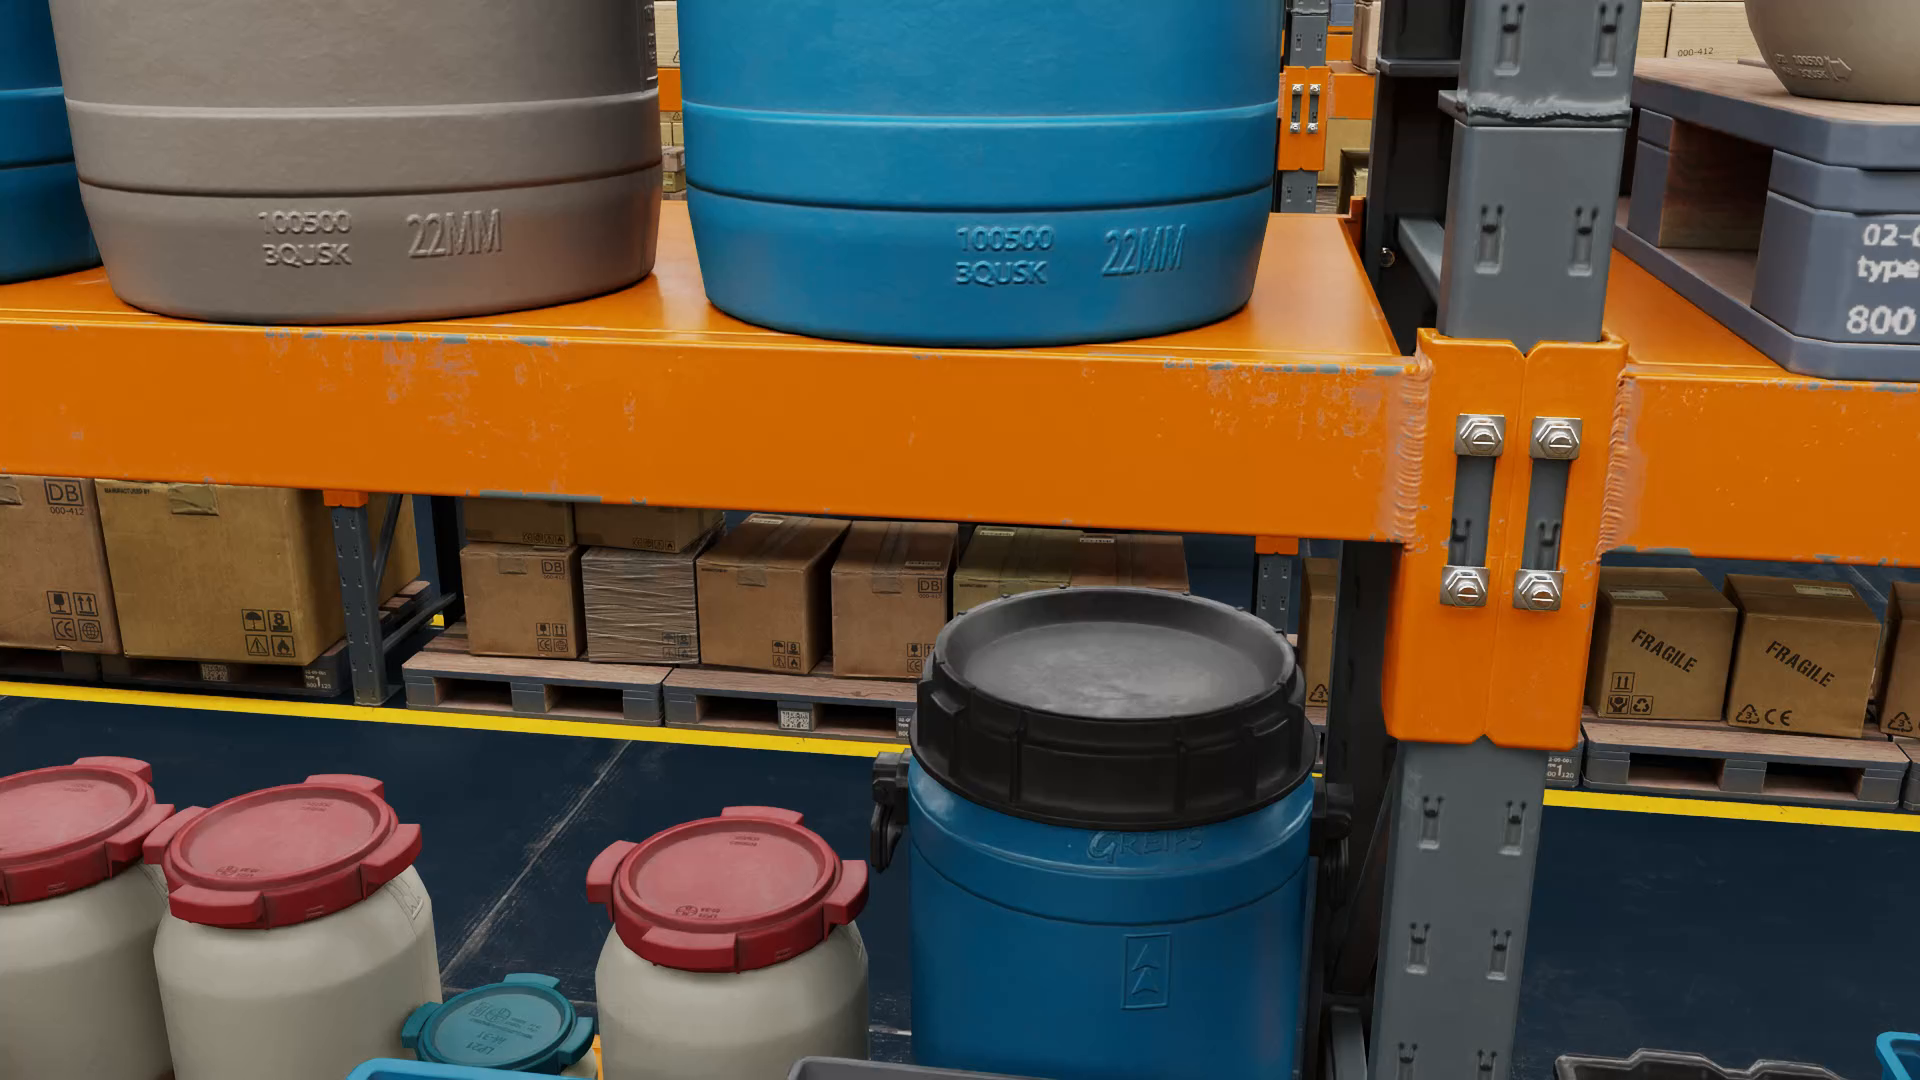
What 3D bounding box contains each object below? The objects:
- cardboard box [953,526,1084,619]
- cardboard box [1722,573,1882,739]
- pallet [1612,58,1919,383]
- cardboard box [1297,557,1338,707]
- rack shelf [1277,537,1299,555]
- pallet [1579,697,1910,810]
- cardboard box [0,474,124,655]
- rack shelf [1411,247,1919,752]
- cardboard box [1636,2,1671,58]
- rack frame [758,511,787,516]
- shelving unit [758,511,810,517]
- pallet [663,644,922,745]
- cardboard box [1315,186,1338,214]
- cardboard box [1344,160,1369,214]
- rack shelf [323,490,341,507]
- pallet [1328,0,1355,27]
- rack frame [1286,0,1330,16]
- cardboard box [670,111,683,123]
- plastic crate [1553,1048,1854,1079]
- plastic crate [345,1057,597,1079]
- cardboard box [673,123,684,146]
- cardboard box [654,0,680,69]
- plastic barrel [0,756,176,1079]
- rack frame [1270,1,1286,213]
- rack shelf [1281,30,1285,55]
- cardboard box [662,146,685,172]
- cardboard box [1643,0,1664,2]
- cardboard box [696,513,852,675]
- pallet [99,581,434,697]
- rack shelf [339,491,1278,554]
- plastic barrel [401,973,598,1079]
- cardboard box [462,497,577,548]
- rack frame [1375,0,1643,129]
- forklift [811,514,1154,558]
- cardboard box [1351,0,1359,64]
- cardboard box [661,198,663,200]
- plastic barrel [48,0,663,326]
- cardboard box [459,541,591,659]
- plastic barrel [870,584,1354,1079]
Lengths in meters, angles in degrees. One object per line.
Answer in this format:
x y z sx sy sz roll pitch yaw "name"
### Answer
0.271 0.289 7.457 0.500 0.500 0.700 3 19 8 "cardboard box"
3.466 0.474 6.936 0.500 0.500 0.500 5 19 14 "cardboard box"
1.284 -0.395 1.828 1.003 0.211 1.213 3 19 9 "pallet"
1.730 0.399 7.161 0.500 0.500 0.500 2 19 7 "cardboard box"
3.316 -0.178 6.742 4.000 0.370 1.077 3 19 9 "rack shelf"
3.218 0.786 7.122 1.213 0.211 1.003 3 19 9 "pallet"
-4.165 -0.101 8.065 0.875 0.875 1.225 3 19 9 "cardboard box"
2.530 -0.049 1.628 4.000 0.370 1.077 3 19 9 "rack shelf"
2.268 -1.843 6.094 0.500 0.250 0.500 3 19 8 "cardboard box"
-1.154 -0.620 9.771 0.006 1.200 0.240 6 19 35 "rack frame"
-1.080 -0.612 9.718 0.189 1.200 0.258 6 19 35 "shelving unit"
-0.636 0.603 7.668 1.213 0.211 1.003 3 19 9 "pallet"
2.594 -2.225 11.489 0.550 0.550 0.875 3 19 9 "cardboard box"
1.745 -1.180 6.401 0.500 0.500 0.500 3 19 9 "cardboard box"
-4.583 -0.581 7.945 4.000 0.370 1.077 3 19 9 "rack shelf"
3.034 -3.505 10.963 1.213 0.211 1.003 3 19 9 "pallet"
1.341 -3.465 5.977 0.127 3.000 1.000 3 19 9 "rack frame"
-2.585 -4.442 16.618 0.500 0.500 0.500 3 19 9 "cardboard box"
1.052 1.027 2.103 0.504 0.338 0.767 3 19 9 "plastic crate"
-0.583 0.981 2.168 0.575 0.384 0.392 3 19 9 "plastic crate"
-2.570 -4.081 16.720 0.500 0.250 0.500 2 19 7 "cardboard box"
-1.168 -2.020 6.623 0.500 0.250 0.500 3 19 10 "cardboard box"
-1.506 0.692 2.794 0.433 0.535 0.433 0 18 0 "plastic barrel"
2.228 -2.169 11.557 0.127 3.000 1.000 3 19 9 "rack frame"
0.253 -3.351 11.496 4.000 0.370 1.077 3 19 9 "rack shelf"
-2.151 -2.816 12.289 0.250 0.149 0.380 3 19 9 "cardboard box"
2.401 -2.036 6.042 0.250 0.149 0.380 3 19 10 "cardboard box"
-0.833 0.233 7.625 0.500 0.500 0.700 5 19 13 "cardboard box"
-3.374 0.438 8.162 1.213 0.211 1.003 3 19 9 "pallet"
-0.633 -0.379 7.343 4.000 0.370 1.077 3 19 9 "rack shelf"
-0.727 0.883 2.656 0.301 0.262 0.301 0 18 0 "plastic barrel"
-1.942 -0.176 7.665 0.500 0.250 0.500 4 19 11 "cardboard box"
0.556 -1.913 1.339 0.127 3.000 1.000 3 19 9 "rack frame"
0.659 -1.438 9.480 3.031 2.935 1.130 -3 19 -9 "forklift"
1.833 -2.030 6.652 0.500 0.250 0.500 4 19 11 "cardboard box"
-2.281 -2.331 11.776 0.250 0.149 0.380 3 19 10 "cardboard box"
-0.627 -0.719 1.707 0.600 0.901 0.600 0 18 0 "plastic barrel"
-1.943 0.183 7.775 0.500 0.500 0.700 2 19 6 "cardboard box"
0.222 0.580 2.553 0.708 0.901 0.600 3 19 9 "plastic barrel"
